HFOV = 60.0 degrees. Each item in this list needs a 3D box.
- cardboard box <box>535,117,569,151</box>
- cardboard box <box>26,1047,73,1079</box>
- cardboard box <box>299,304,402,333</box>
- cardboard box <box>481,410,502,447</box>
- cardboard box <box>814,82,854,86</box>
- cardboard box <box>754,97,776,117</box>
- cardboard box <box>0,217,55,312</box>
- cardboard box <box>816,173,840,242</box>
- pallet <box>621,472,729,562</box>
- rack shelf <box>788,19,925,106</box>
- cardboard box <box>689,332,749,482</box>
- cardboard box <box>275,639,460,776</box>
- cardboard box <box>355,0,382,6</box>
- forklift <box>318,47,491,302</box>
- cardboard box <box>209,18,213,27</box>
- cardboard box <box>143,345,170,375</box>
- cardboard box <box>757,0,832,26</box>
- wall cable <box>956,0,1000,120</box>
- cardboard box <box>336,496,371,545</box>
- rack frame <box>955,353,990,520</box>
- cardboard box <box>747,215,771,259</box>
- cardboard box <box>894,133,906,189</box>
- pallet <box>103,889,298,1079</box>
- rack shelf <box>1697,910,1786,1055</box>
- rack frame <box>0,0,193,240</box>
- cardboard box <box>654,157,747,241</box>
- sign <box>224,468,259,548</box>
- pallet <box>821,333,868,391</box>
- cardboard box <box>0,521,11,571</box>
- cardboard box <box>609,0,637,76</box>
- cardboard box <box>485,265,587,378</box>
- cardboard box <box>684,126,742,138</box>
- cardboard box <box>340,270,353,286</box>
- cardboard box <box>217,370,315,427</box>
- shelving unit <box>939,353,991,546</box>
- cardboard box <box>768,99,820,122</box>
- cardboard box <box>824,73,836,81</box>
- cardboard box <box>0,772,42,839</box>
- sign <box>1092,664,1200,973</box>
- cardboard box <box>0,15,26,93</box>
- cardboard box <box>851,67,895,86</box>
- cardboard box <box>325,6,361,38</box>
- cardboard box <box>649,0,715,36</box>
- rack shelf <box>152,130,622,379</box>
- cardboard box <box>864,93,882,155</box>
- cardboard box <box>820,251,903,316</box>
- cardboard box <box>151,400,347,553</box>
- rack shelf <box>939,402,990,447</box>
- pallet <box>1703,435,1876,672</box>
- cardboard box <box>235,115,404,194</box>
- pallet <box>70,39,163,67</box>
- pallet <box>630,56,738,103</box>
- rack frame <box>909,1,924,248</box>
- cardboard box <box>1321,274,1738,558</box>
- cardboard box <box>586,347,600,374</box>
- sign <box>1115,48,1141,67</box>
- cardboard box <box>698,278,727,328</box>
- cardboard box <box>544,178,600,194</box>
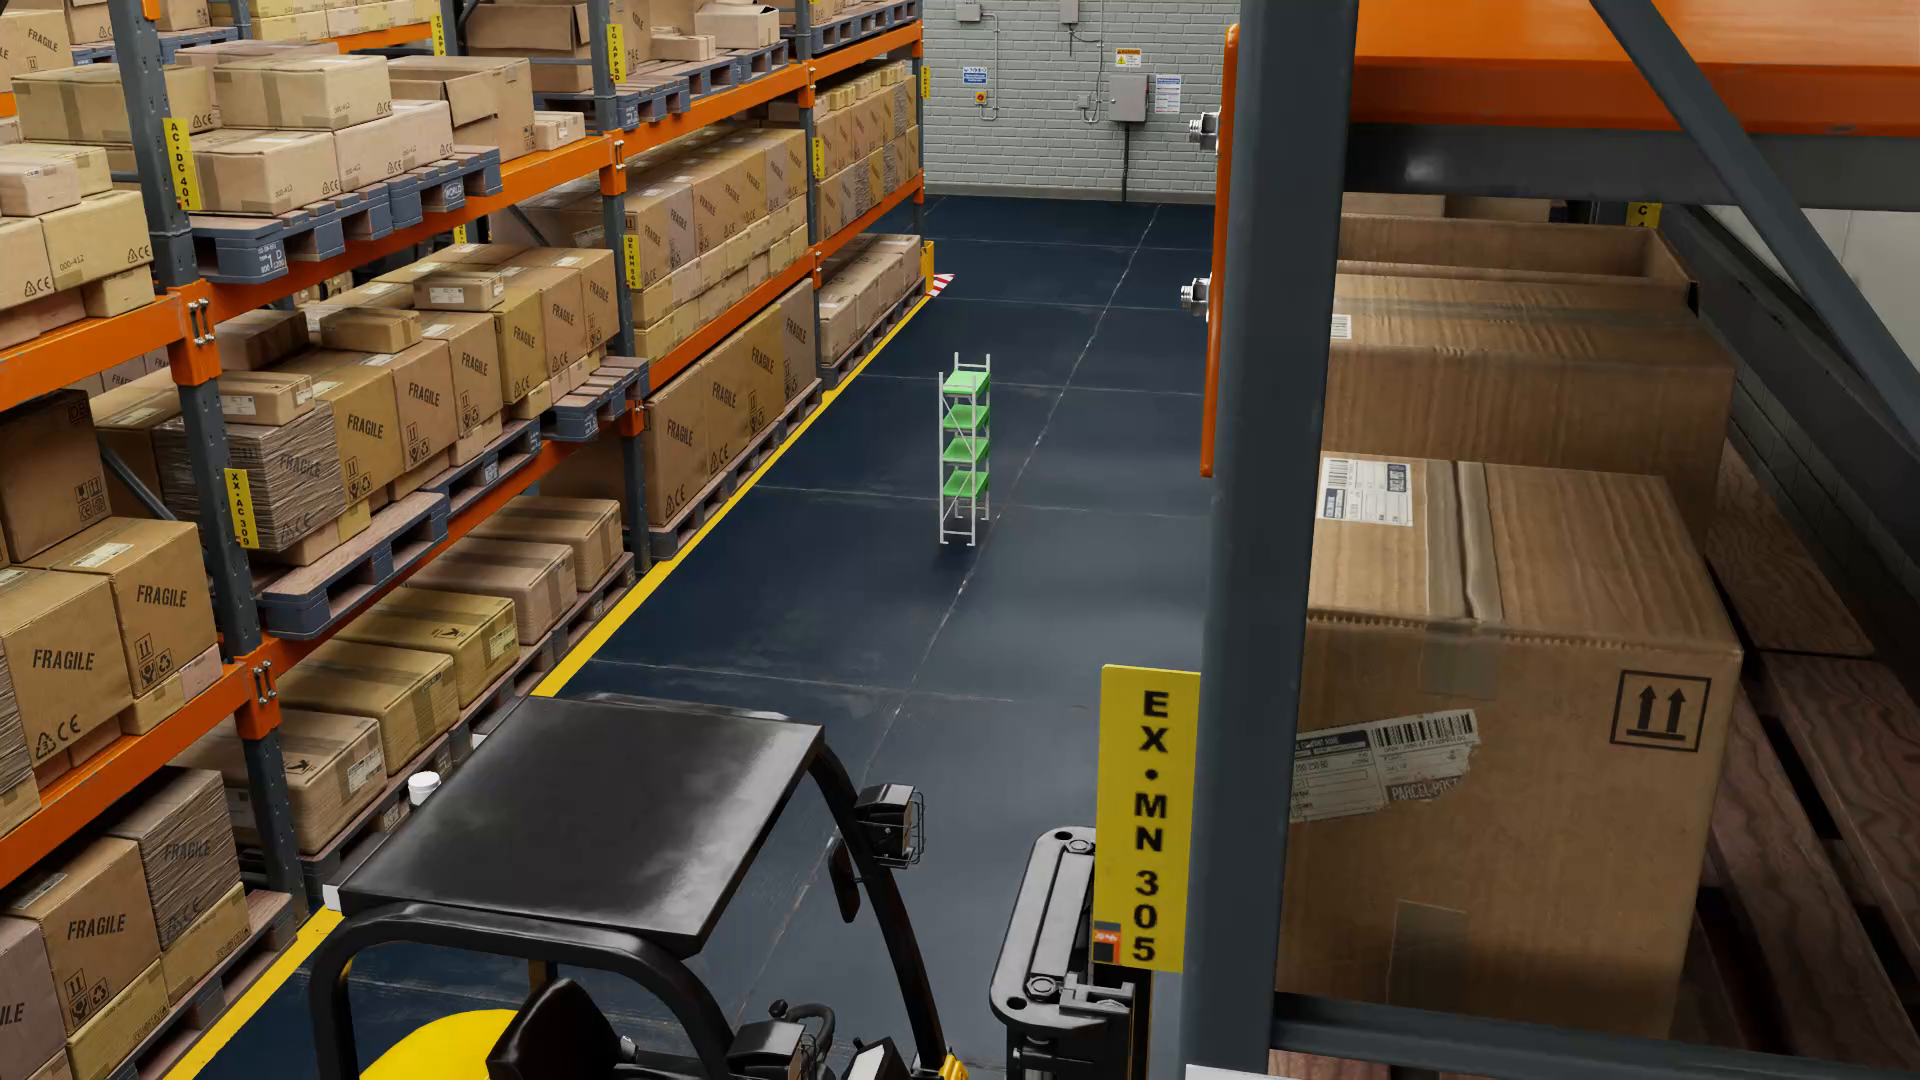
[{"bbox_3d":[-2.421,-2.274,9.305,0.380,0.149,0.250,4,22,11],"label":"cardboard box"},{"bbox_3d":[-3.401,1.940,5.641,0.500,0.250,0.500,5,22,12],"label":"cardboard box"},{"bbox_3d":[-3.149,-0.886,8.444,0.500,0.500,0.500,4,22,9],"label":"cardboard box"},{"bbox_3d":[-2.595,-0.589,8.576,0.380,0.149,0.250,4,22,9],"label":"cardboard box"},{"bbox_3d":[-1.174,-4.062,15.085,0.380,0.149,0.250,4,22,11],"label":"cardboard box"},{"bbox_3d":[-1.792,-3.721,14.236,0.380,0.149,0.250,5,22,12],"label":"cardboard box"},{"bbox_3d":[-3.265,-0.852,5.241,0.500,0.250,0.500,4,22,10],"label":"cardboard box"},{"bbox_3d":[-1.352,-2.883,14.362,0.500,0.500,0.500,5,23,13],"label":"cardboard box"},{"bbox_3d":[-2.285,-0.211,11.595,1.003,0.211,1.213,4,22,11],"label":"pallet"},{"bbox_3d":[-1.296,-4.474,15.394,1.077,0.370,4.000,4,22,11],"label":"rack shelf"},{"bbox_3d":[-2.112,-1.003,12.111,0.875,0.875,0.875,5,22,12],"label":"cardboard box"},{"bbox_3d":[-3.088,0.810,8.282,0.950,0.372,0.625,6,23,14],"label":"cardboard box"},{"bbox_3d":[-5.924,-5.296,16.004,0.500,0.250,0.500,3,22,9],"label":"cardboard box"},{"bbox_3d":[-4.515,-2.330,13.215,1.130,2.935,3.031,6,23,14],"label":"forklift"},{"bbox_3d":[-6.734,-4.547,14.814,0.500,0.250,0.500,5,22,12],"label":"cardboard box"},{"bbox_3d":[-6.689,-1.396,13.587,0.500,0.500,0.500,4,22,10],"label":"cardboard box"},{"bbox_3d":[-1.378,-4.563,13.822,0.500,0.500,0.500,5,22,12],"label":"cardboard box"},{"bbox_3d":[0.240,-6.697,22.566,0.585,1.953,0.123,4,22,11],"label":"wall cable"},{"bbox_3d":[-2.854,-0.106,7.375,0.380,0.149,0.250,5,22,12],"label":"cardboard box"},{"bbox_3d":[0.084,-0.706,11.501,0.240,1.200,0.015,4,22,11],"label":"rack frame"},{"bbox_3d":[-1.750,-2.294,12.566,0.500,0.250,0.500,5,22,12],"label":"cardboard box"},{"bbox_3d":[-0.844,-3.815,16.677,0.500,0.500,0.500,4,22,10],"label":"cardboard box"},{"bbox_3d":[-3.439,1.783,6.644,1.003,0.211,1.213,4,22,11],"label":"pallet"},{"bbox_3d":[1.116,0.292,3.561,1.077,0.370,4.000,4,22,11],"label":"rack shelf"},{"bbox_3d":[-3.336,-2.542,5.619,1.000,3.000,0.127,4,22,11],"label":"rack frame"},{"bbox_3d":[-1.861,-2.448,11.945,0.500,0.500,0.500,5,22,12],"label":"cardboard box"},{"bbox_3d":[-2.803,-0.122,6.482,0.100,0.325,0.005,4,22,11],"label":"sign"},{"bbox_3d":[-1.472,-1.663,15.201,1.003,0.211,1.213,4,22,11],"label":"pallet"},{"bbox_3d":[-3.764,-0.077,5.660,0.700,0.500,0.500,5,22,11],"label":"cardboard box"},{"bbox_3d":[-2.504,-3.231,10.649,0.700,0.500,0.500,3,22,8],"label":"cardboard box"},{"bbox_3d":[-2.435,-1.224,9.282,0.500,0.500,0.500,4,22,10],"label":"cardboard box"},{"bbox_3d":[-2.075,-3.056,13.454,0.500,0.500,0.500,5,22,12],"label":"cardboard box"},{"bbox_3d":[-6.149,-2.573,16.185,0.380,0.149,0.250,4,22,10],"label":"cardboard box"},{"bbox_3d":[-2.894,-0.584,6.826,0.380,0.149,0.250,4,22,11],"label":"cardboard box"},{"bbox_3d":[0.034,-0.617,11.280,0.258,1.200,0.503,4,22,11],"label":"shelving unit"},{"bbox_3d":[-1.385,-3.591,13.915,0.380,0.149,0.250,4,22,10],"label":"cardboard box"},{"bbox_3d":[-1.418,-4.465,16.083,0.380,0.149,0.250,5,22,11],"label":"cardboard box"},{"bbox_3d":[-3.307,0.870,5.514,0.380,0.149,0.250,4,22,10],"label":"cardboard box"},{"bbox_3d":[0.179,0.269,1.575,0.100,0.325,0.005,4,22,11],"label":"sign"},{"bbox_3d":[-6.914,-3.372,11.562,0.500,0.500,0.500,4,22,11],"label":"cardboard box"},{"bbox_3d":[-0.855,-4.528,16.240,0.380,0.149,0.250,5,22,12],"label":"cardboard box"},{"bbox_3d":[-5.999,-4.869,15.613,0.500,0.250,0.500,5,23,13],"label":"cardboard box"},{"bbox_3d":[-2.167,-4.017,12.601,0.500,0.500,0.500,4,22,10],"label":"cardboard box"},{"bbox_3d":[-2.928,-1.548,8.130,1.077,0.370,4.000,4,22,11],"label":"rack shelf"},{"bbox_3d":[-1.039,-3.905,15.563,0.500,0.500,0.500,4,22,11],"label":"cardboard box"},{"bbox_3d":[-1.103,-2.569,16.586,0.875,0.438,0.875,5,22,12],"label":"cardboard box"},{"bbox_3d":[-2.960,-0.288,6.958,0.500,0.500,0.500,5,22,12],"label":"cardboard box"},{"bbox_3d":[0.034,-0.780,11.214,0.258,0.148,0.480,4,22,11],"label":"rack shelf"},{"bbox_3d":[1.124,0.027,3.376,1.003,0.211,1.213,4,22,11],"label":"pallet"},{"bbox_3d":[-2.722,-1.644,7.044,0.500,0.250,0.500,4,22,10],"label":"cardboard box"},{"bbox_3d":[-7.009,-3.732,12.841,1.213,0.211,1.003,4,22,11],"label":"pallet"},{"bbox_3d":[-2.215,-3.174,11.458,1.003,0.211,1.213,6,23,13],"label":"pallet"},{"bbox_3d":[-0.887,-4.148,17.637,1.000,3.000,0.127,4,22,11],"label":"rack frame"},{"bbox_3d":[0.866,-0.145,2.854,0.700,0.500,0.500,5,22,11],"label":"cardboard box"},{"bbox_3d":[-2.340,-1.059,9.741,0.380,0.149,0.250,5,22,12],"label":"cardboard box"},{"bbox_3d":[2.255,-6.461,22.276,0.339,0.242,0.001,4,22,11],"label":"sign"},{"bbox_3d":[-1.974,-1.693,11.742,0.500,0.250,0.500,5,23,13],"label":"cardboard box"},{"bbox_3d":[-2.574,-2.129,11.153,0.500,0.500,0.500,5,22,12],"label":"cardboard box"}]
